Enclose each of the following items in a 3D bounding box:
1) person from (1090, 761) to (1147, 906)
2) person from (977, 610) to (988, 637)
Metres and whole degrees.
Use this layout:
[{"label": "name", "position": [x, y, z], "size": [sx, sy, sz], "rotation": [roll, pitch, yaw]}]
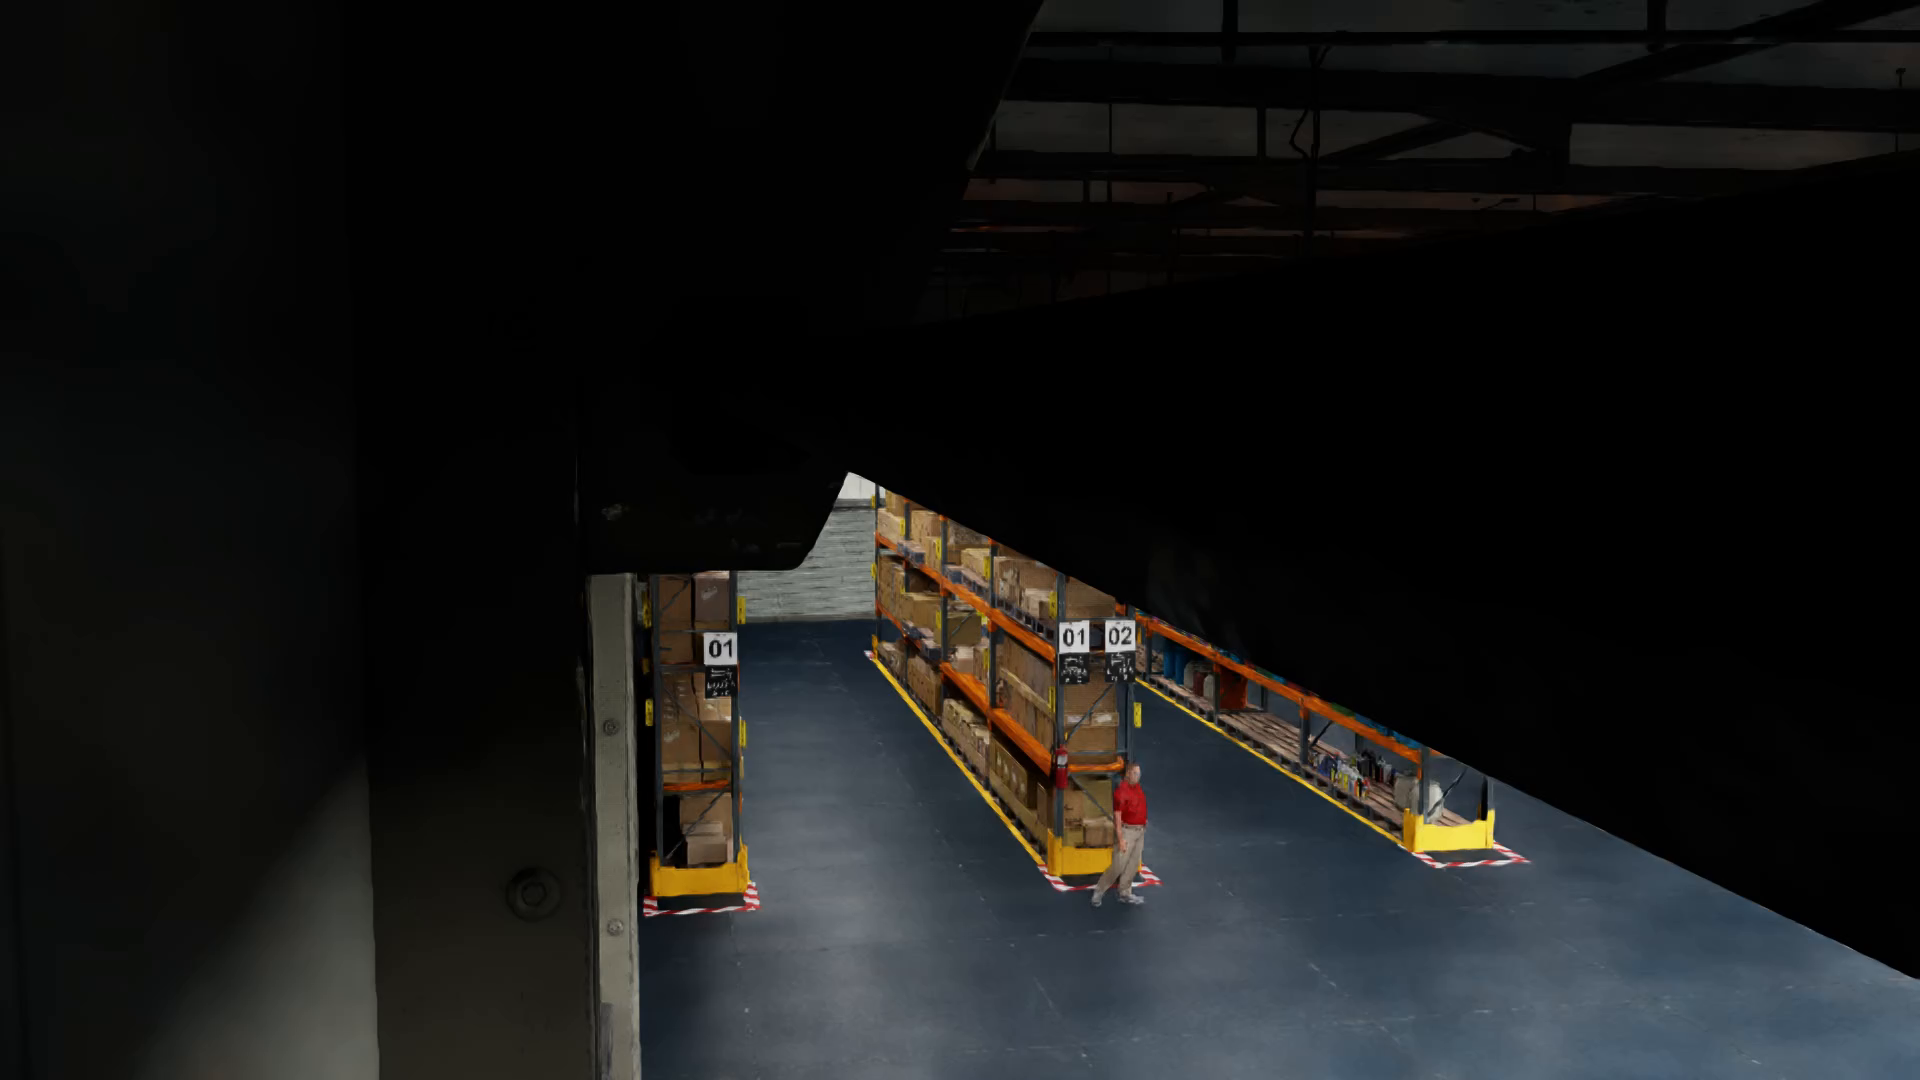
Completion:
[{"label": "person", "position": [1.884, 3.467, 19.613], "size": [0.547, 1.718, 0.730], "rotation": [4, 7, 36]}, {"label": "person", "position": [0.380, 1.824, 35.704], "size": [0.719, 1.714, 0.578], "rotation": [-1, 6, -13]}]
